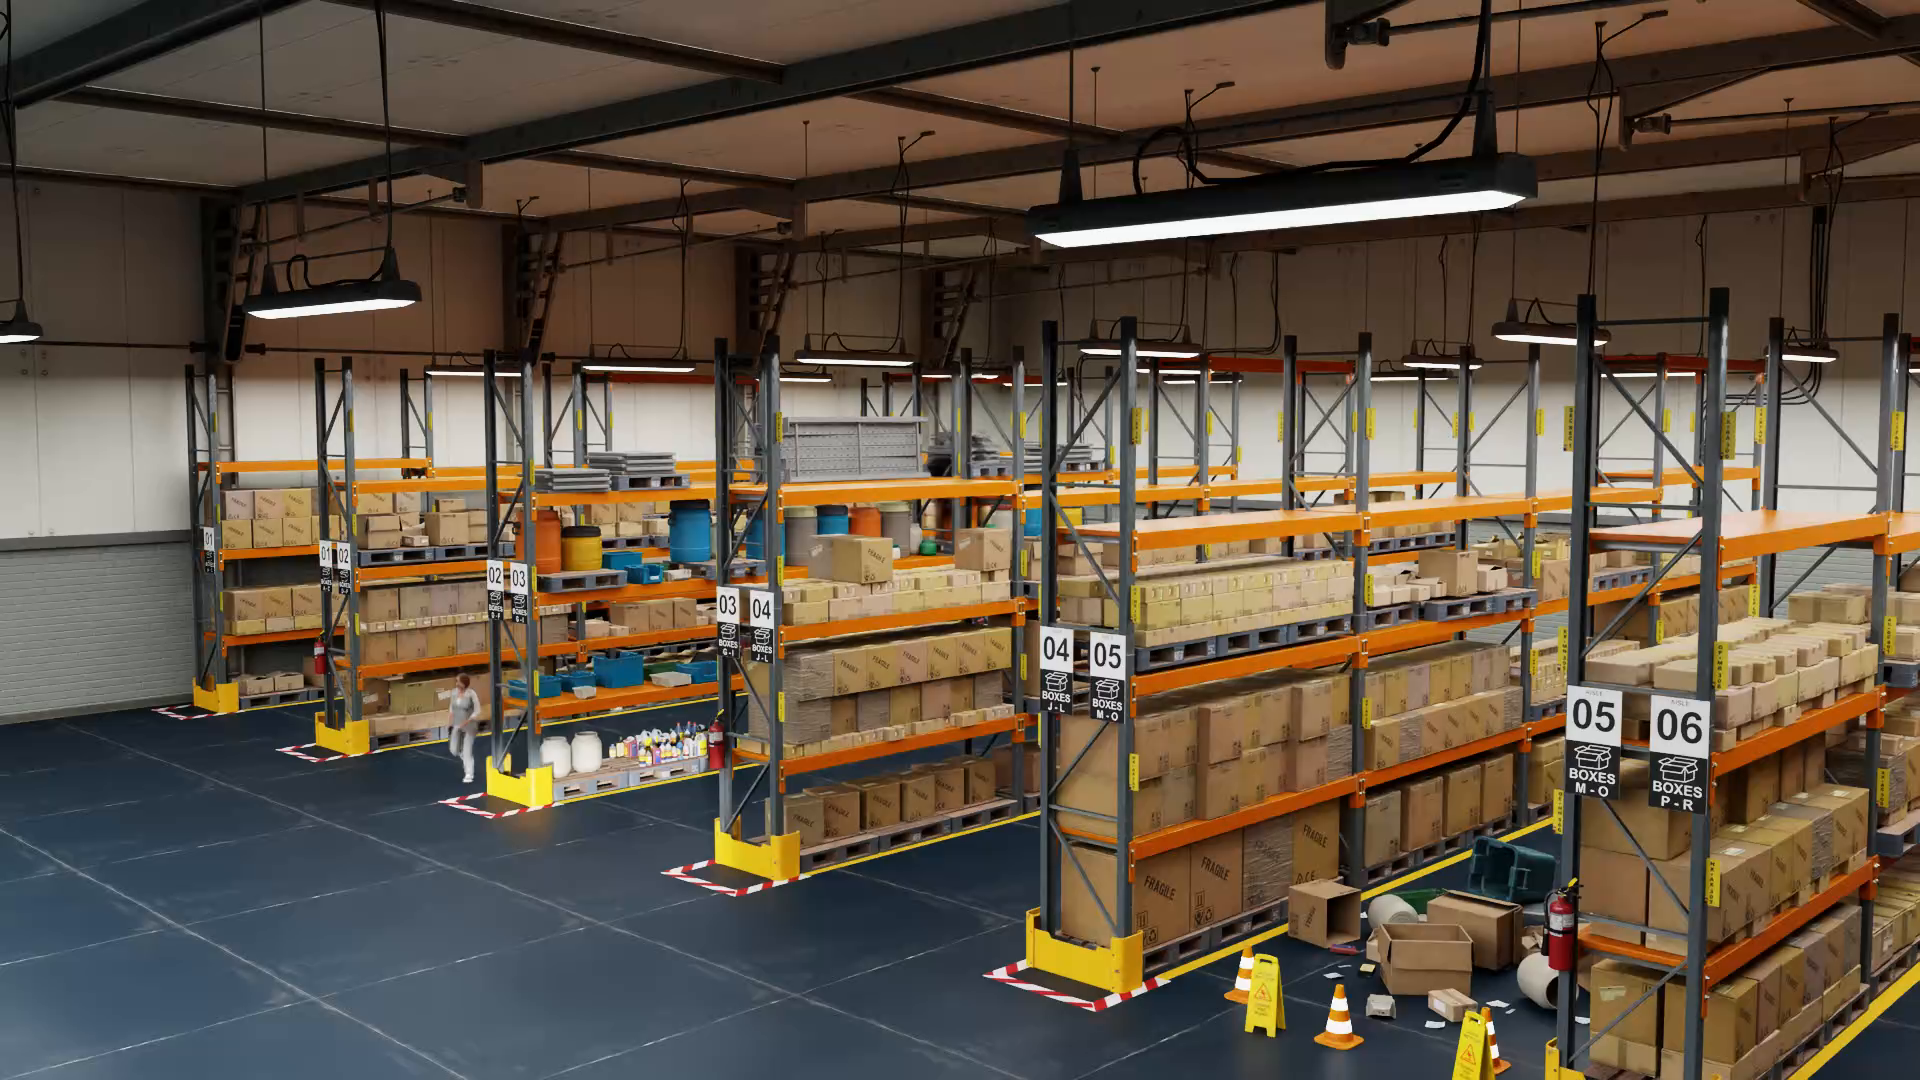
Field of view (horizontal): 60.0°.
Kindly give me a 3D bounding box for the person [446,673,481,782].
[{"bbox_3d":[-6.938,2.633,23.240,0.523,1.522,0.570,1,4,12],"label":"person"}]
